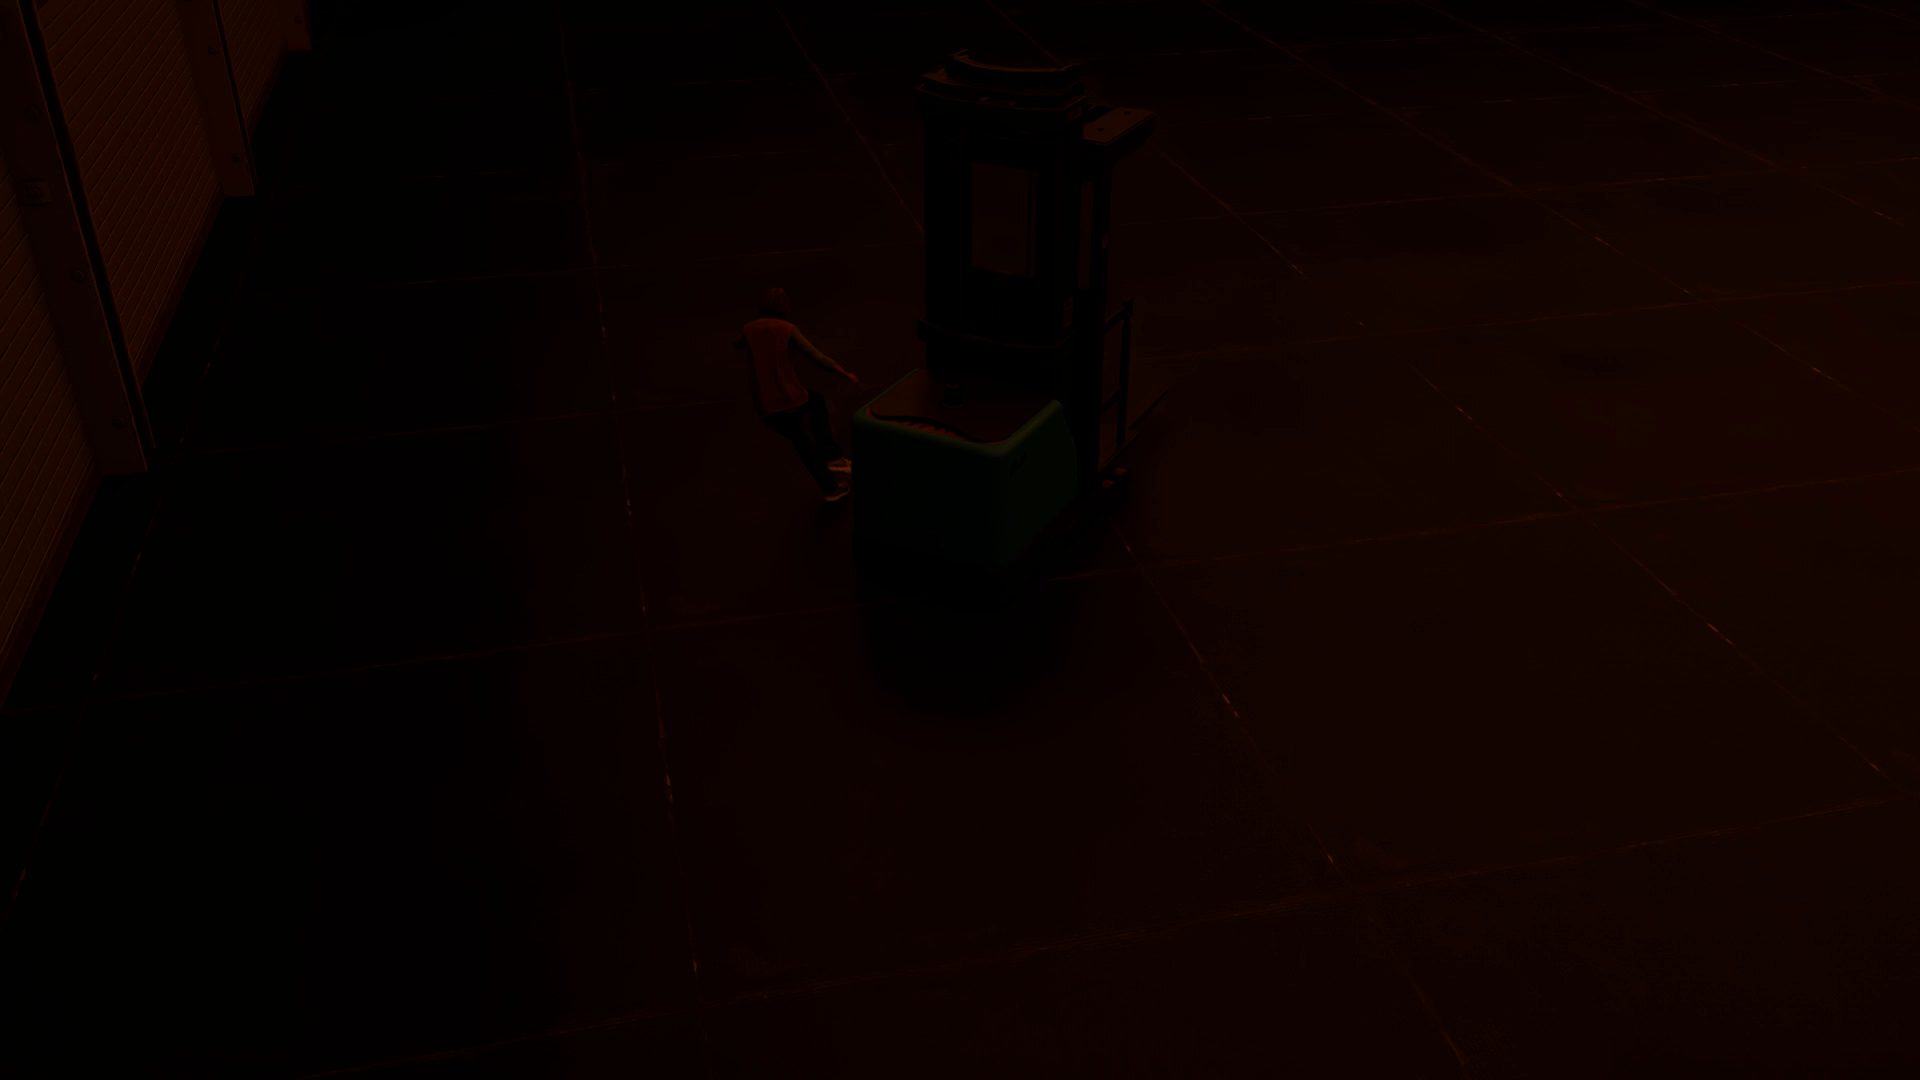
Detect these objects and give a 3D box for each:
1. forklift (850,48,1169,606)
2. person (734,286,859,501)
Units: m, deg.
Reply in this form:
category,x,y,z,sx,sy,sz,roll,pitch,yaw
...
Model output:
category,x,y,z,sx,sy,sz,roll,pitch,yaw
forklift,0.491,-1.596,10.331,1.130,2.935,3.031,15,33,24
person,-1.063,-0.980,10.821,0.823,1.369,0.820,1,30,1
